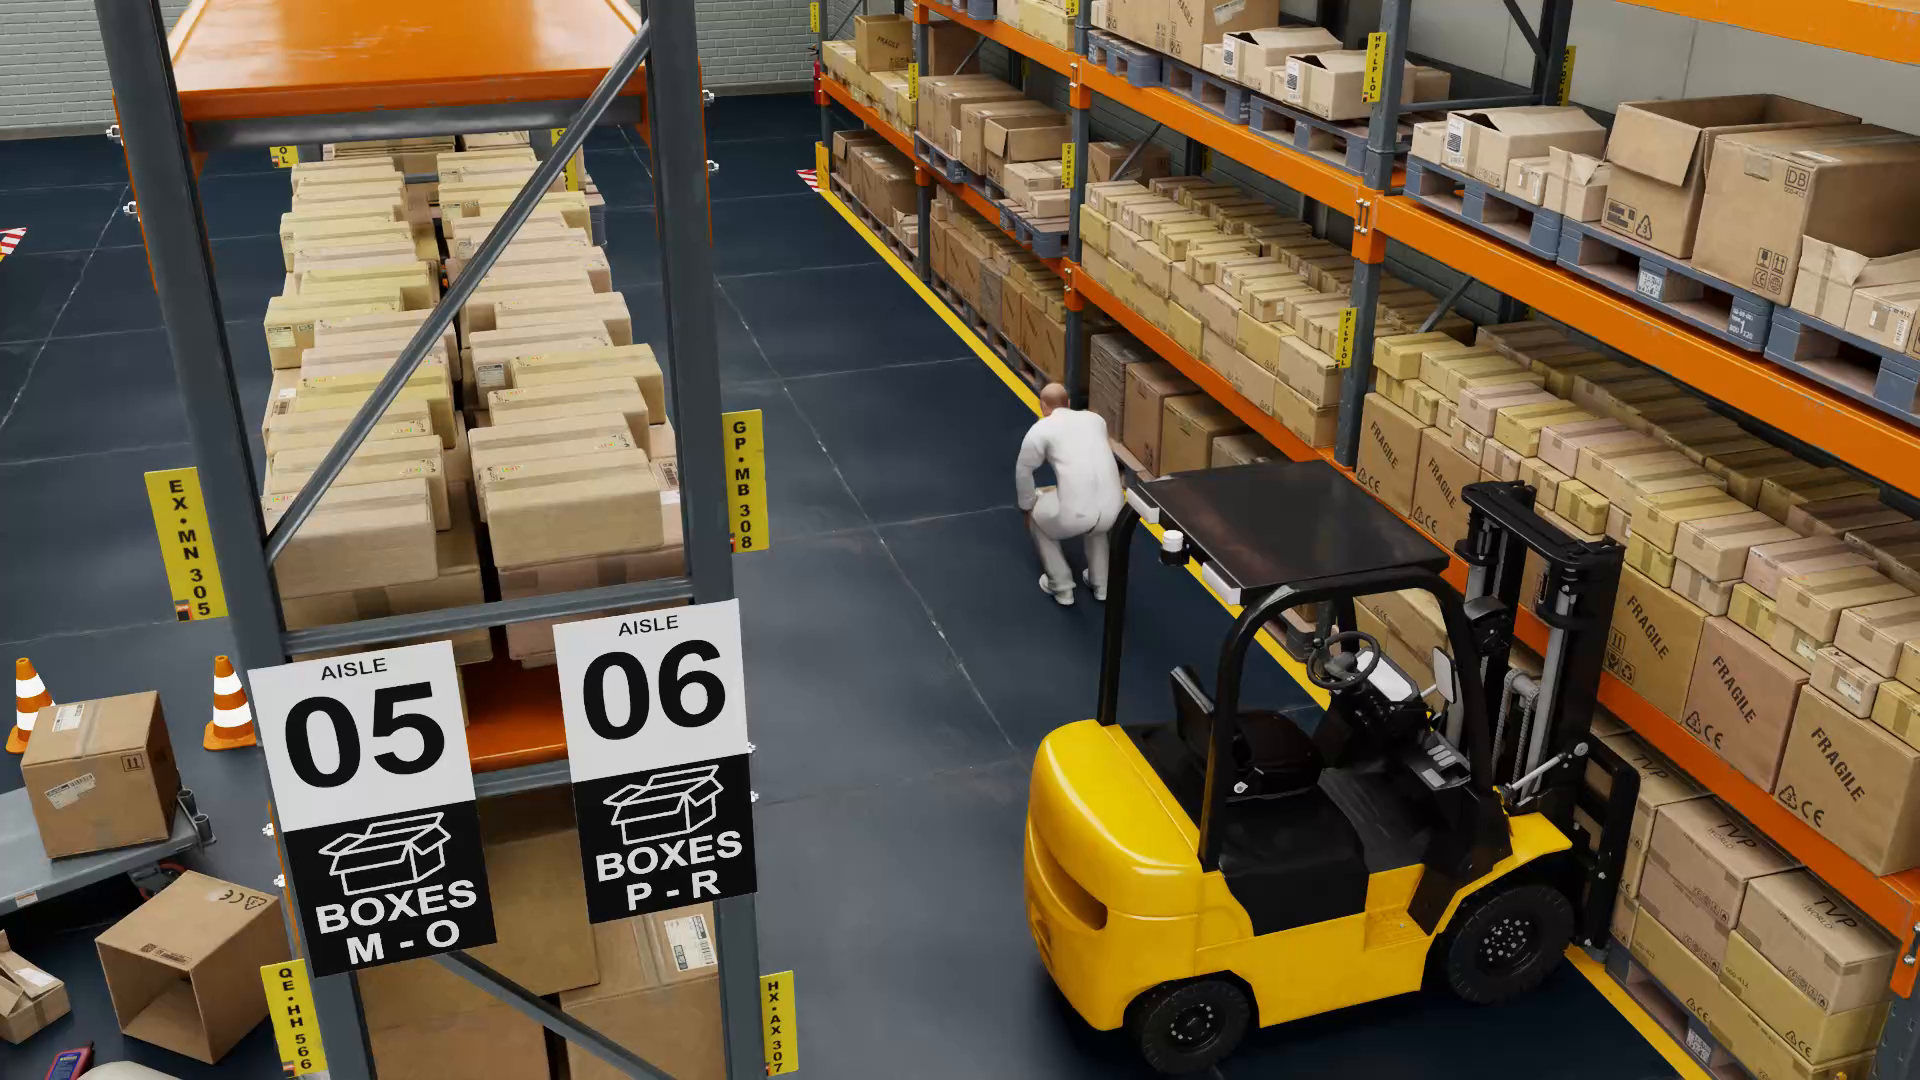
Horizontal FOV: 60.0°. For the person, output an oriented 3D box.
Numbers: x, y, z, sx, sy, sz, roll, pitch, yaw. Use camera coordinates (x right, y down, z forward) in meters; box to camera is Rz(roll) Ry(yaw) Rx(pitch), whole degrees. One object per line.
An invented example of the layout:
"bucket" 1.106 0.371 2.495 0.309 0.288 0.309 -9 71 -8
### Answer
"person" 0.685 -0.269 10.256 0.632 1.277 0.787 -8 27 -16
